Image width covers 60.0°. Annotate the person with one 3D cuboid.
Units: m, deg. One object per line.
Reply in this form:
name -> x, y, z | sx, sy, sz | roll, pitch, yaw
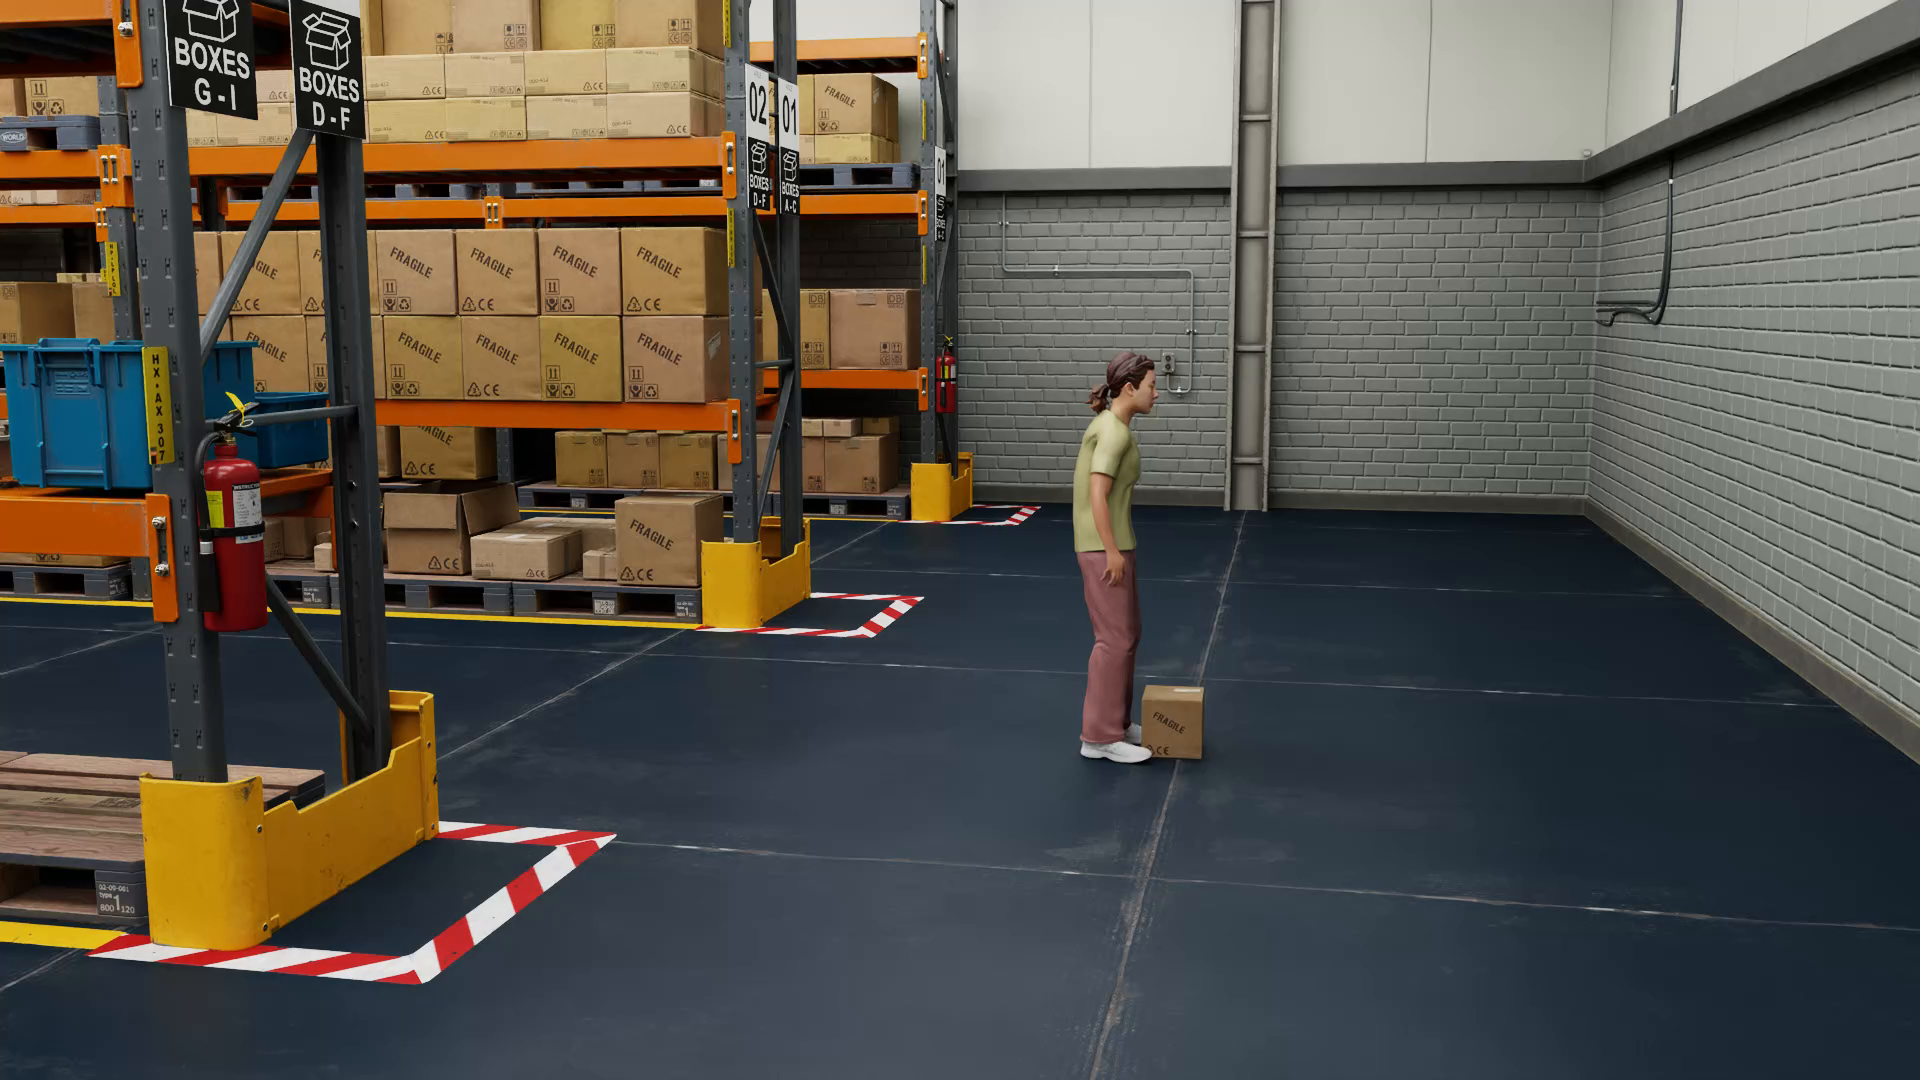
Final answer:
person -> 0.653, 0.055, 6.940 | 0.365, 1.671, 0.515 | 1, 8, 8
